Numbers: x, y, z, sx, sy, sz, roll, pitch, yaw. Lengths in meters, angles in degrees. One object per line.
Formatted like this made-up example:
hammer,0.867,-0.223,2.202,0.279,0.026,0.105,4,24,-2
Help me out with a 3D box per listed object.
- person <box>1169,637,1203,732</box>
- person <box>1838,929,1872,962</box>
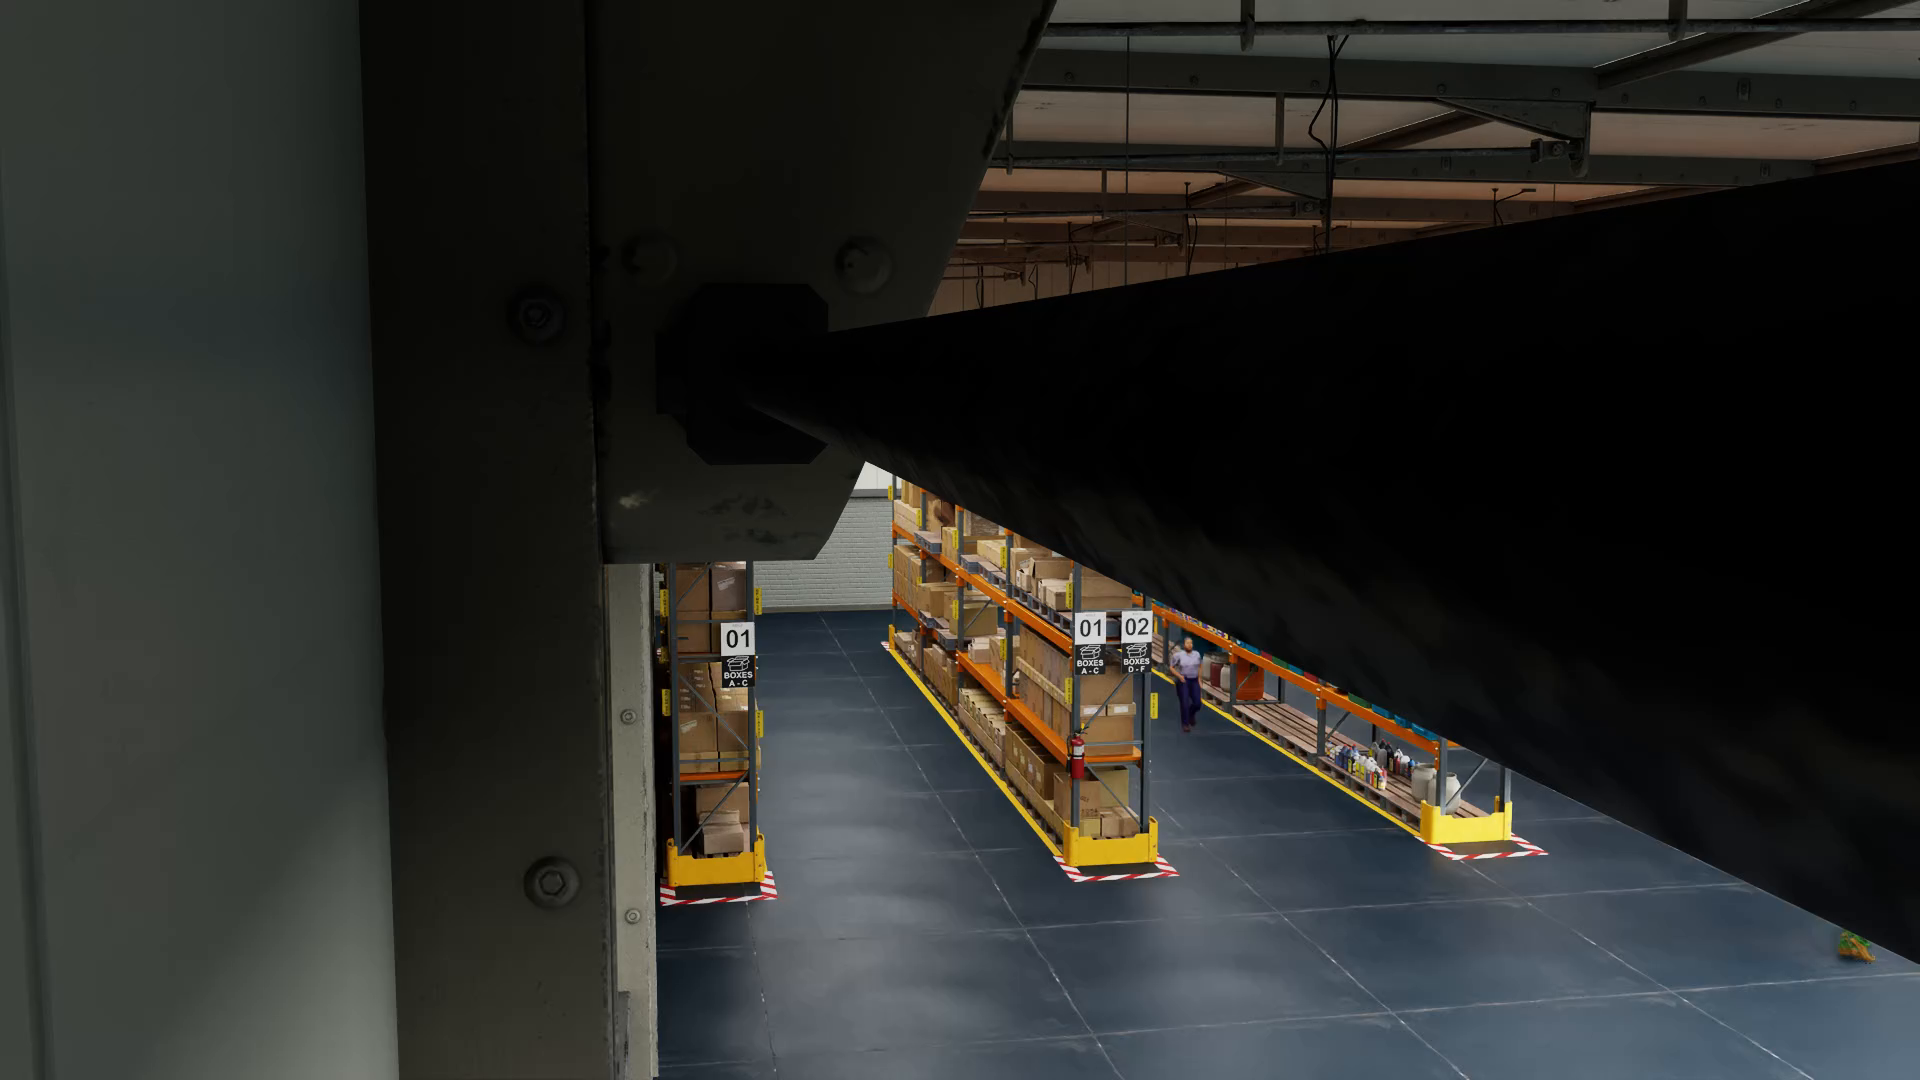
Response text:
person,3.855,2.449,28.153,0.609,1.609,0.502,-1,6,-9
person,9.628,3.561,17.483,0.620,1.767,0.640,2,6,18
